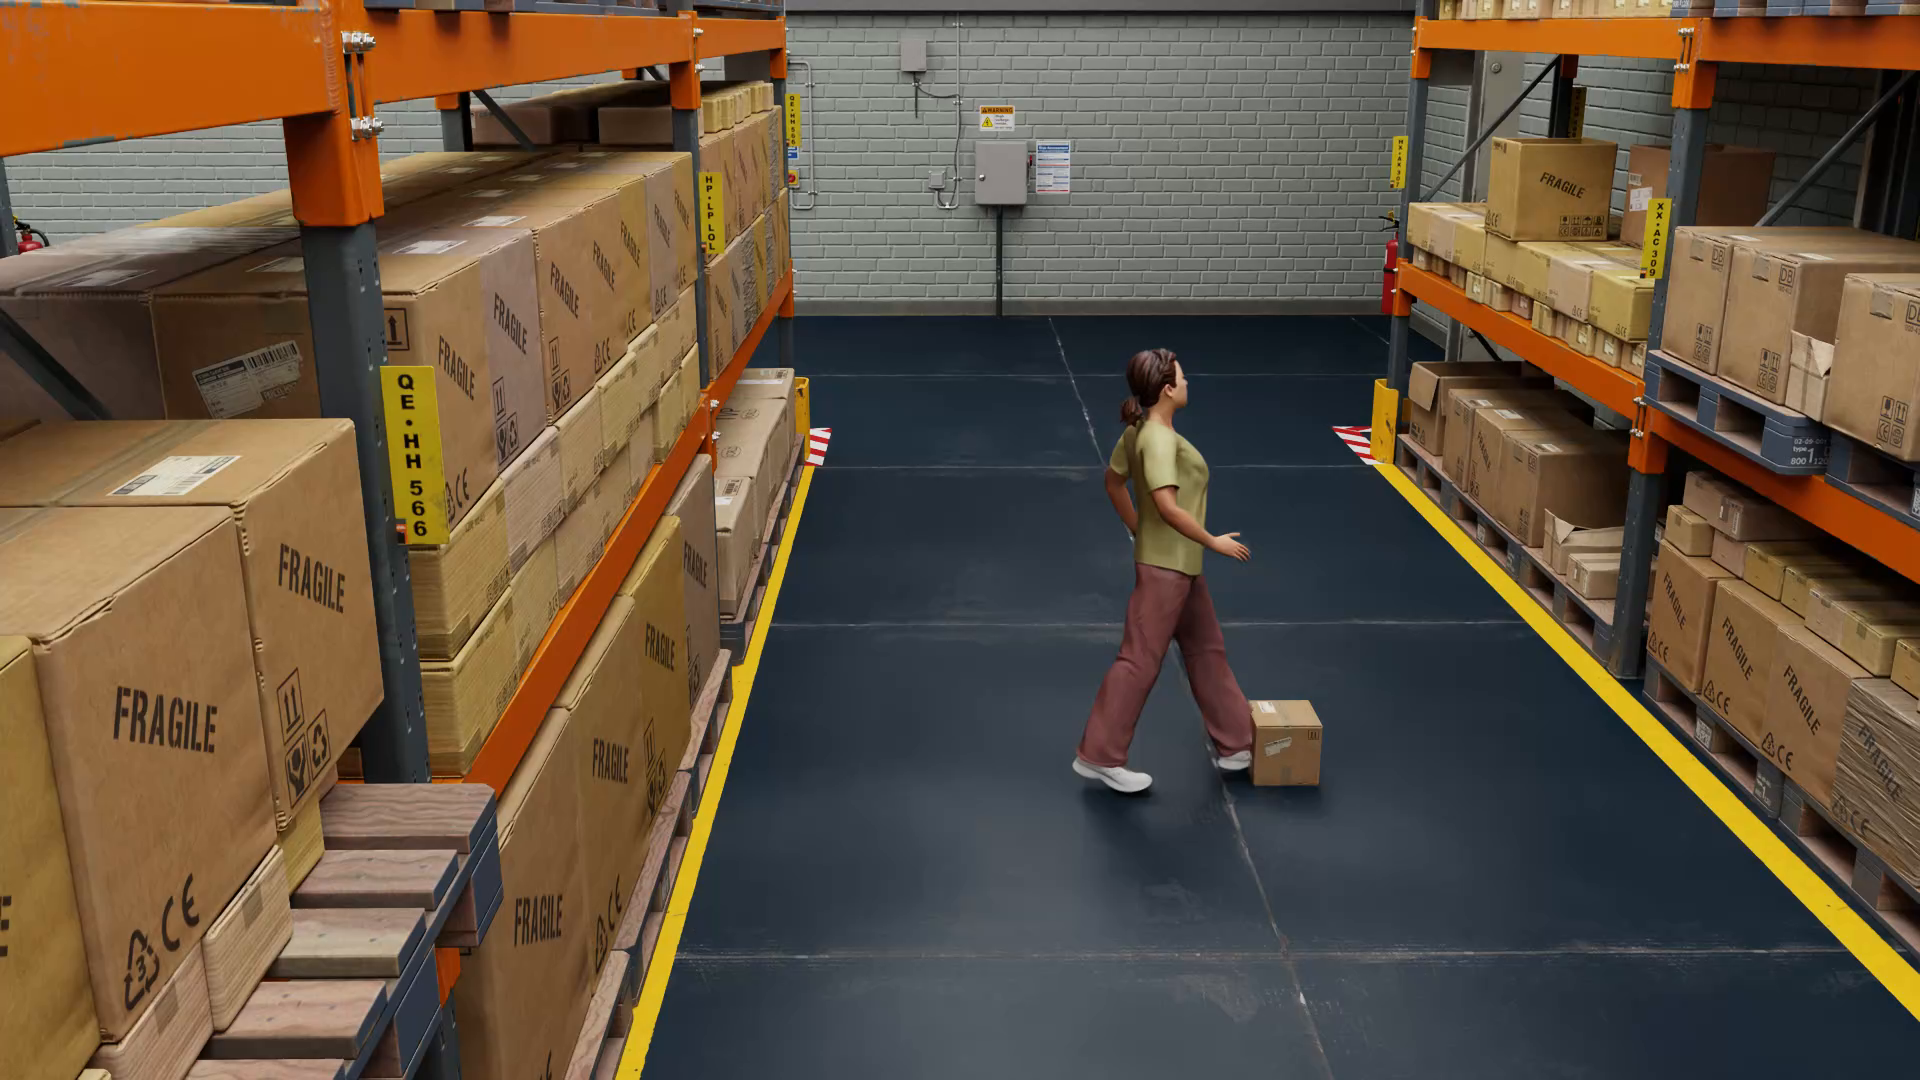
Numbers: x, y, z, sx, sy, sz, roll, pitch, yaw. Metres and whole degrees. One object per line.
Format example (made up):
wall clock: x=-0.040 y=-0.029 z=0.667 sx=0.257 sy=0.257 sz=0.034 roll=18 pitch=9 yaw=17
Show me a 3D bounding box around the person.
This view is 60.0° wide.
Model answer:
person: x=0.873 y=0.105 z=6.213 sx=0.868 sy=1.645 sz=0.551 roll=2 pitch=17 yaw=5
